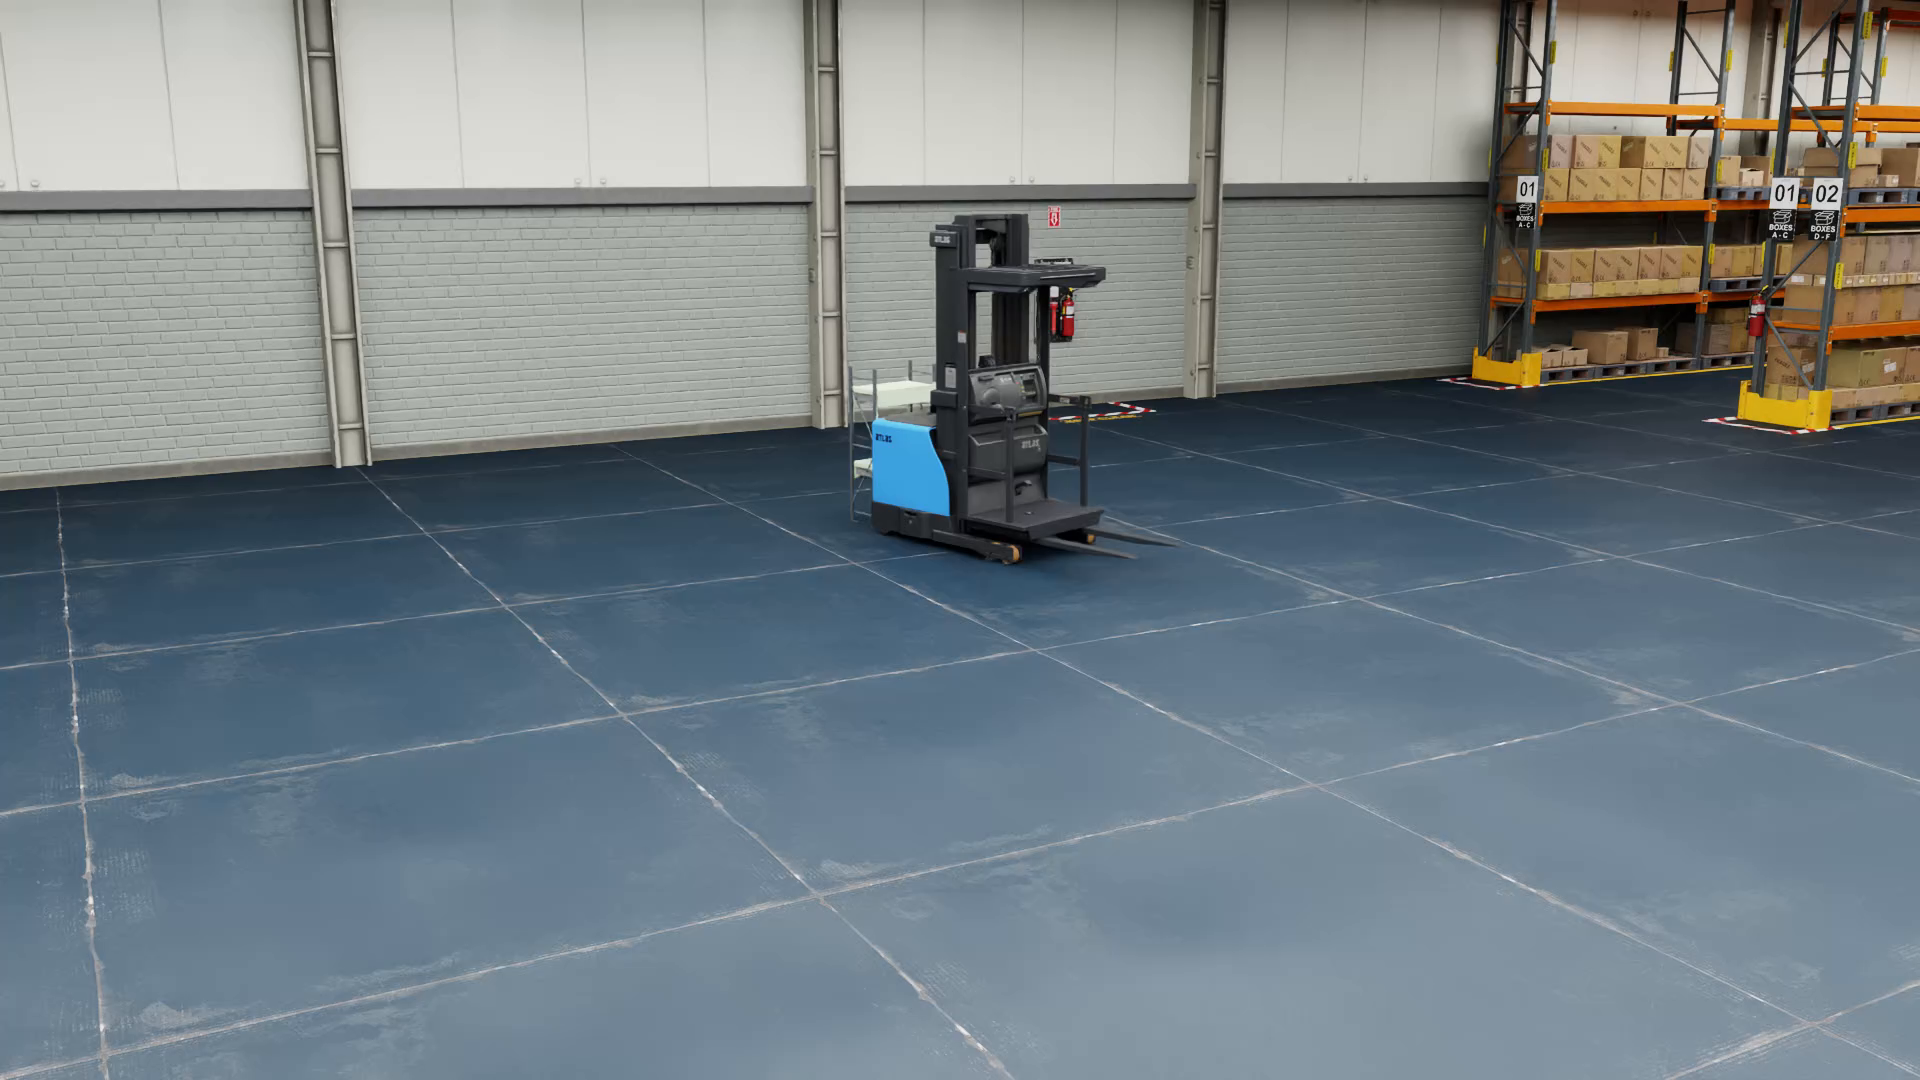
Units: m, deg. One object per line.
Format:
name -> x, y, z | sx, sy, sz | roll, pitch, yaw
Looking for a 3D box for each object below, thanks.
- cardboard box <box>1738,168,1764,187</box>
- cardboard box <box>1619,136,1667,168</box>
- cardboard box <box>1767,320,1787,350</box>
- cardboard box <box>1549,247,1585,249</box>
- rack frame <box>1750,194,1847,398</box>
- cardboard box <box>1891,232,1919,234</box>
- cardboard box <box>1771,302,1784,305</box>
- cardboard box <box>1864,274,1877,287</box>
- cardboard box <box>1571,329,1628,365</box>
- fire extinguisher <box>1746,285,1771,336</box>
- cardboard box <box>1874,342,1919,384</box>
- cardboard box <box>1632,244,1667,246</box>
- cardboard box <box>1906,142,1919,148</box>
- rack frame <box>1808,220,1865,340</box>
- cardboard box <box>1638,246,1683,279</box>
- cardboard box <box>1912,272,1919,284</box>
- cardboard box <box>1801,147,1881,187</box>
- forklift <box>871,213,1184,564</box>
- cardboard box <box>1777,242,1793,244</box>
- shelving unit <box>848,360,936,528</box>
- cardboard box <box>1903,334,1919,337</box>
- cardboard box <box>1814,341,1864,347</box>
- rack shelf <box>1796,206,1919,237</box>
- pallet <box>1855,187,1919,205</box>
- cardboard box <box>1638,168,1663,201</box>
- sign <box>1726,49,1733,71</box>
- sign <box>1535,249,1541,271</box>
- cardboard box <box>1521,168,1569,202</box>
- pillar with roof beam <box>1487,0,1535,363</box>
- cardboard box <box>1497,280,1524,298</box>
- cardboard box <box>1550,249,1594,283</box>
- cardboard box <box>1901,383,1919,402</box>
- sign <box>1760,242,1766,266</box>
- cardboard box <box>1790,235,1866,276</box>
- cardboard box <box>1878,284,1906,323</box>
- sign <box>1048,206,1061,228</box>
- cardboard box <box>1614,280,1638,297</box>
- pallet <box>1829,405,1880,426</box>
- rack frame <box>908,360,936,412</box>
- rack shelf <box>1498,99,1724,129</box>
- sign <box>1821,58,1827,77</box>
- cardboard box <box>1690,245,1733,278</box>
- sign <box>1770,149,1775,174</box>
cardboard box -> 13.187, -6.136, 28.097 | 0.500, 0.311, 0.500 | -6, 14, -26
cardboard box -> 10.889, -6.192, 26.551 | 0.500, 0.500, 0.500 | -7, 15, -30
cardboard box -> 14.102, -3.645, 29.305 | 0.500, 0.500, 0.700 | -7, 14, -28
cardboard box -> 9.828, -4.483, 26.925 | 0.500, 0.500, 0.500 | -7, 15, -29
rack frame -> 10.995, -3.029, 21.878 | 0.127, 3.000, 1.000 | -7, 14, -28
cardboard box -> 13.236, -3.978, 22.911 | 0.500, 0.500, 0.700 | -7, 14, -28
cardboard box -> 14.502, -4.052, 29.408 | 0.500, 0.250, 0.500 | -7, 14, -27
cardboard box -> 11.892, -3.448, 22.036 | 0.250, 0.149, 0.380 | -7, 14, -28
cardboard box -> 10.436, -3.161, 27.157 | 0.500, 0.500, 0.700 | -8, 15, -31
fire extinguisher -> 10.668, -3.068, 22.229 | 0.183, 0.674, 0.296 | -7, 14, -28
cardboard box -> 12.890, -2.429, 22.811 | 0.500, 0.500, 0.500 | -7, 14, -28
cardboard box -> 11.616, -4.697, 27.879 | 0.500, 0.500, 0.500 | -7, 15, -29
cardboard box -> 17.838, -7.210, 30.687 | 0.500, 0.250, 0.500 | -7, 15, -30
rack frame -> 15.640, -4.825, 29.858 | 0.127, 3.000, 1.000 | -7, 14, -28
cardboard box -> 11.427, -4.544, 27.196 | 0.500, 0.500, 0.500 | -7, 14, -28
cardboard box -> 12.792, -3.556, 22.513 | 0.250, 0.149, 0.380 | -7, 14, -27
cardboard box -> 11.501, -4.876, 21.741 | 0.637, 0.503, 0.797 | -6, 14, -24
forklift -> 0.578, -1.347, 14.560 | 3.031, 2.935, 1.130 | 12, 17, 43
cardboard box -> 14.754, -4.973, 29.286 | 0.500, 0.500, 0.700 | -8, 15, -33
shelving unit -> -0.641, -0.937, 15.996 | 0.755, 1.500, 0.431 | -11, 17, -40
cardboard box -> 13.948, -2.691, 23.973 | 0.500, 0.500, 0.500 | -7, 14, -28
cardboard box -> 12.193, -2.480, 23.037 | 0.500, 0.500, 0.500 | -7, 14, -28
rack shelf -> 12.750, -4.352, 22.562 | 4.000, 0.370, 1.077 | -7, 14, -28
pallet -> 12.700, -4.648, 22.441 | 1.213, 0.211, 1.003 | -7, 14, -28
cardboard box -> 10.886, -5.709, 26.681 | 0.500, 0.500, 0.500 | -7, 15, -30
sign -> 12.372, -7.719, 26.745 | 0.005, 0.325, 0.100 | -7, 14, -28
sign -> 8.878, -4.301, 25.559 | 0.005, 0.325, 0.100 | -7, 14, -28
cardboard box -> 9.031, -5.492, 25.718 | 0.500, 0.500, 0.500 | -6, 14, -26
pillar with roof beam -> 10.880, -6.321, 22.841 | 0.400, 9.000, 9.100 | -7, 14, -28
cardboard box -> 8.935, -4.007, 26.517 | 0.500, 0.250, 0.500 | -7, 14, -27
cardboard box -> 9.619, -4.328, 26.238 | 0.500, 0.500, 0.500 | -7, 14, -28
cardboard box -> 12.889, -2.064, 22.894 | 0.500, 0.250, 0.500 | -7, 14, -28
sign -> 10.747, -3.816, 22.196 | 0.005, 0.325, 0.100 | -7, 14, -28
cardboard box -> 11.457, -3.763, 21.957 | 0.500, 0.500, 0.700 | -7, 14, -28
cardboard box -> 12.308, -3.232, 22.551 | 0.500, 0.500, 0.700 | -7, 14, -27
sign -> 1.309, -4.489, 23.086 | 0.199, 0.298, 0.001 | -7, 14, -28
cardboard box -> 10.542, -4.073, 26.811 | 0.500, 0.250, 0.500 | -7, 14, -27
pallet -> 11.646, -1.757, 22.577 | 1.213, 0.211, 1.003 | -7, 14, -28
rack frame -> -0.367, -0.990, 16.232 | 0.023, 1.500, 0.400 | -11, 17, -40
rack shelf -> 10.373, -6.768, 26.474 | 4.000, 0.370, 1.077 | -7, 14, -28
sign -> 15.370, -8.391, 29.553 | 0.005, 0.325, 0.100 | -7, 14, -28
cardboard box -> 12.592, -4.715, 28.137 | 0.500, 0.500, 0.700 | -7, 14, -28
sign -> 10.747, -4.992, 21.931 | 0.005, 0.325, 0.100 | -7, 14, -28
